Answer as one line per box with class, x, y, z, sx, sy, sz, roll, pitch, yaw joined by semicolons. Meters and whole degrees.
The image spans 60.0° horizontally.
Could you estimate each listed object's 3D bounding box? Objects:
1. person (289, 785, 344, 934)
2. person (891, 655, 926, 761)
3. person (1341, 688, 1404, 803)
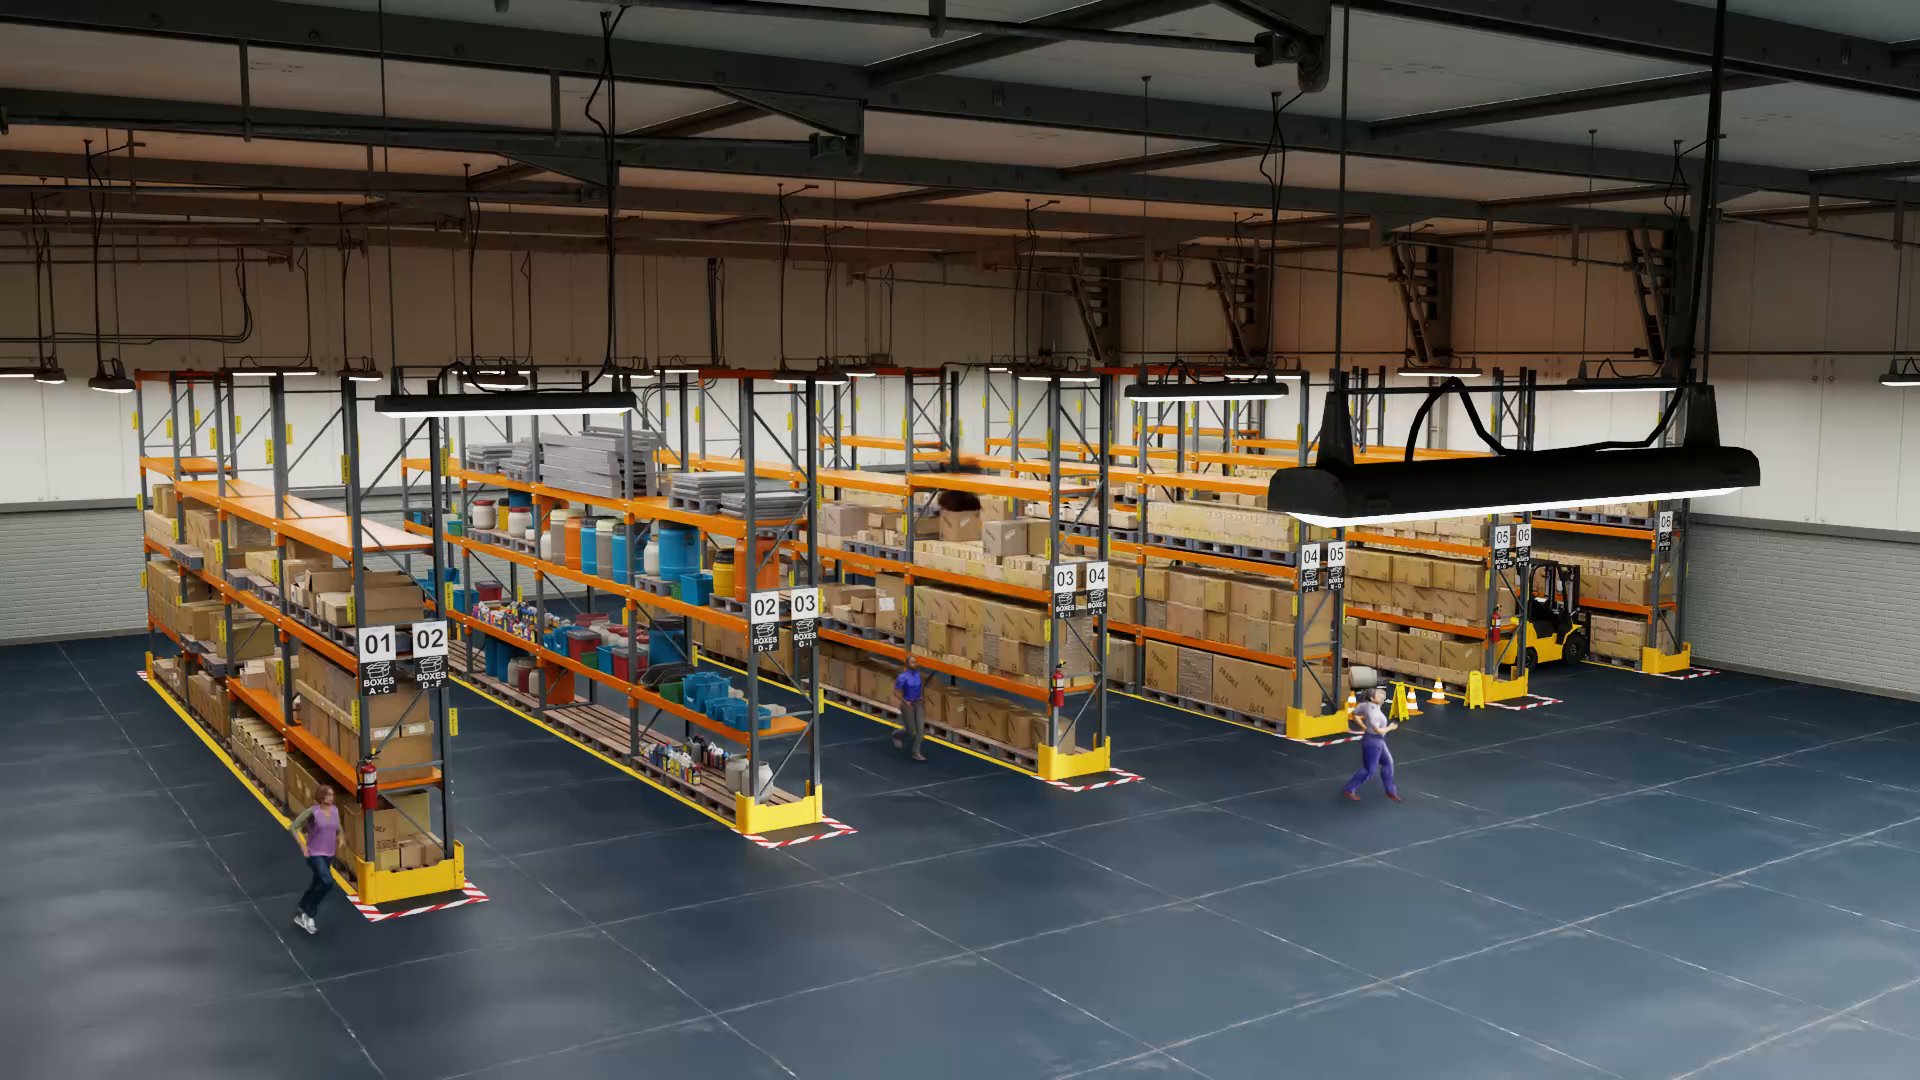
person;-7.049;3.488;18.325;0.607;1.568;0.569;3;7;23
person;-0.776;2.598;25.961;0.593;1.618;0.727;-6;9;-42
person;5.814;2.901;23.367;0.894;1.659;0.608;1;7;8
